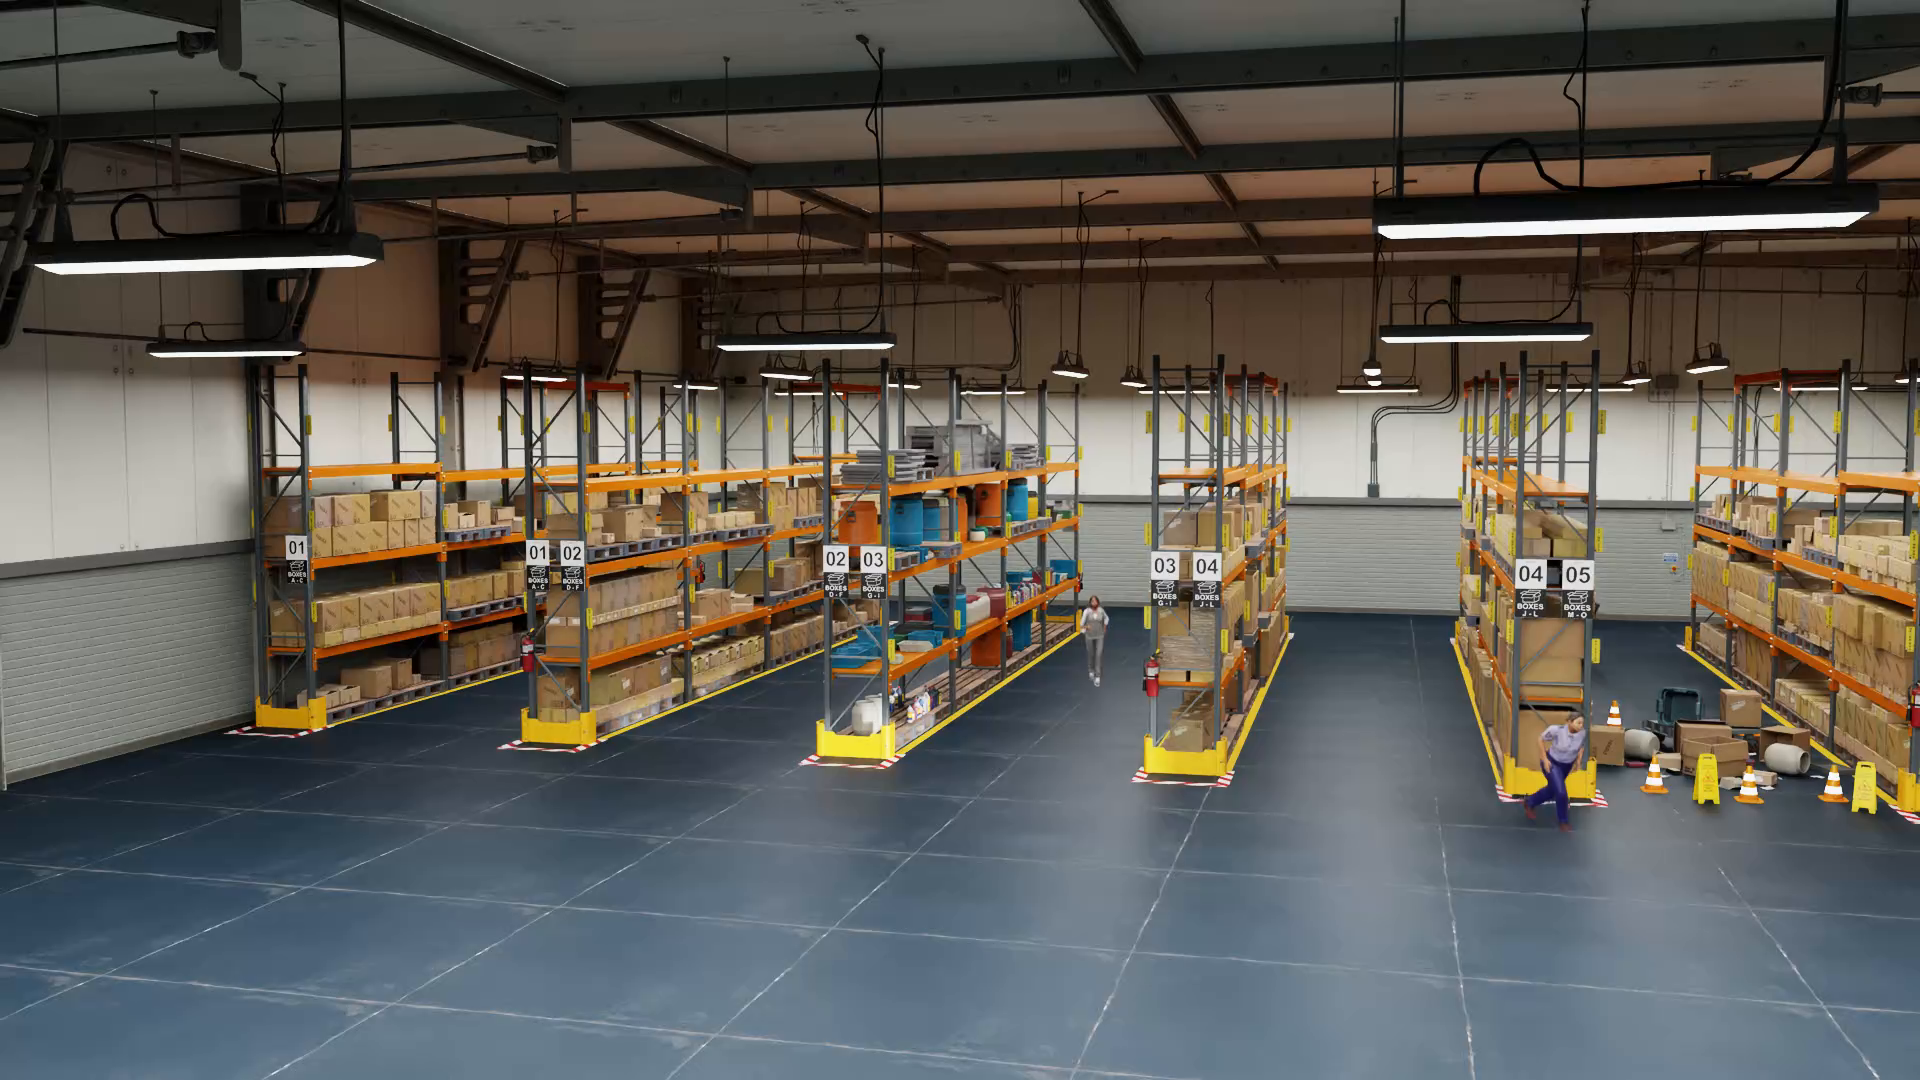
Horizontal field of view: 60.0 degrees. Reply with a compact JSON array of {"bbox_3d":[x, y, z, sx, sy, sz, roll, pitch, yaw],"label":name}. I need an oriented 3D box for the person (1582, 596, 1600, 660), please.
[{"bbox_3d":[13.080,1.707,35.056,0.642,1.746,0.901,0,4,3],"label":"person"}]

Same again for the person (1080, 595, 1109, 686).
[{"bbox_3d":[2.451,1.808,30.329,0.538,1.610,0.808,0,4,1],"label":"person"}]

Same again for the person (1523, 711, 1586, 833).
[{"bbox_3d":[7.411,2.845,20.752,0.603,1.555,0.979,-1,4,-19],"label":"person"}]
